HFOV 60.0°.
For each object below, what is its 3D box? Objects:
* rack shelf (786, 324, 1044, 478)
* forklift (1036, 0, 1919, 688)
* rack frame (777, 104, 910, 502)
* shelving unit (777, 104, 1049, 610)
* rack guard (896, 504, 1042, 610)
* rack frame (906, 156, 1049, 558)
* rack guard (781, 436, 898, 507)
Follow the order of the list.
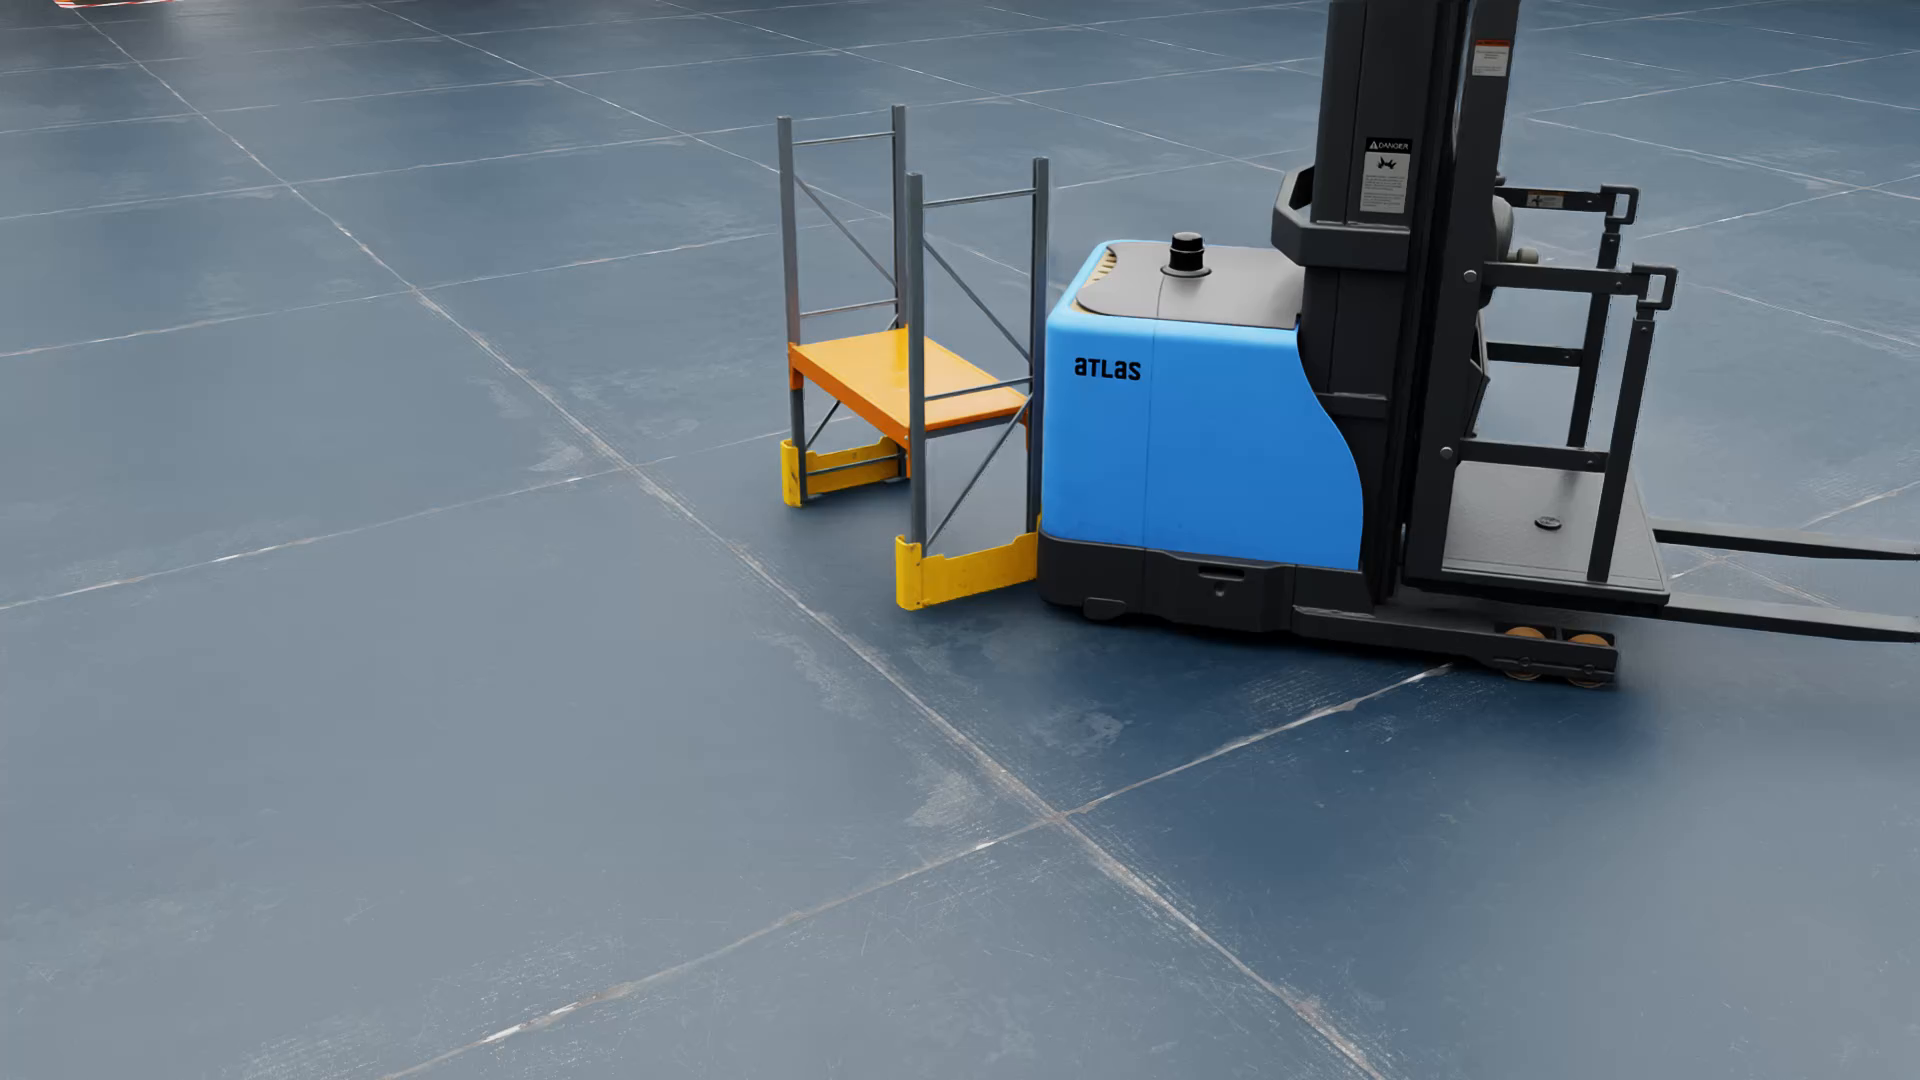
[{"bbox_3d":[-0.184,-0.528,6.033,0.538,0.185,1.000,-13,28,-26],"label":"rack shelf"},{"bbox_3d":[1.837,-1.109,5.166,3.031,2.935,1.130,6,26,13],"label":"forklift"},{"bbox_3d":[-0.428,-0.881,6.360,0.500,1.500,0.032,-13,28,-26],"label":"rack frame"},{"bbox_3d":[-0.189,-0.694,5.964,0.587,1.500,1.083,-13,28,-26],"label":"shelving unit"},{"bbox_3d":[0.050,0.057,5.836,0.587,0.250,0.087,-13,28,-26],"label":"rack guard"},{"bbox_3d":[0.059,-0.500,5.553,0.500,1.500,0.032,-13,28,-26],"label":"rack frame"},{"bbox_3d":[-0.428,-0.316,6.626,0.587,0.250,0.087,-13,28,-26],"label":"rack guard"}]
